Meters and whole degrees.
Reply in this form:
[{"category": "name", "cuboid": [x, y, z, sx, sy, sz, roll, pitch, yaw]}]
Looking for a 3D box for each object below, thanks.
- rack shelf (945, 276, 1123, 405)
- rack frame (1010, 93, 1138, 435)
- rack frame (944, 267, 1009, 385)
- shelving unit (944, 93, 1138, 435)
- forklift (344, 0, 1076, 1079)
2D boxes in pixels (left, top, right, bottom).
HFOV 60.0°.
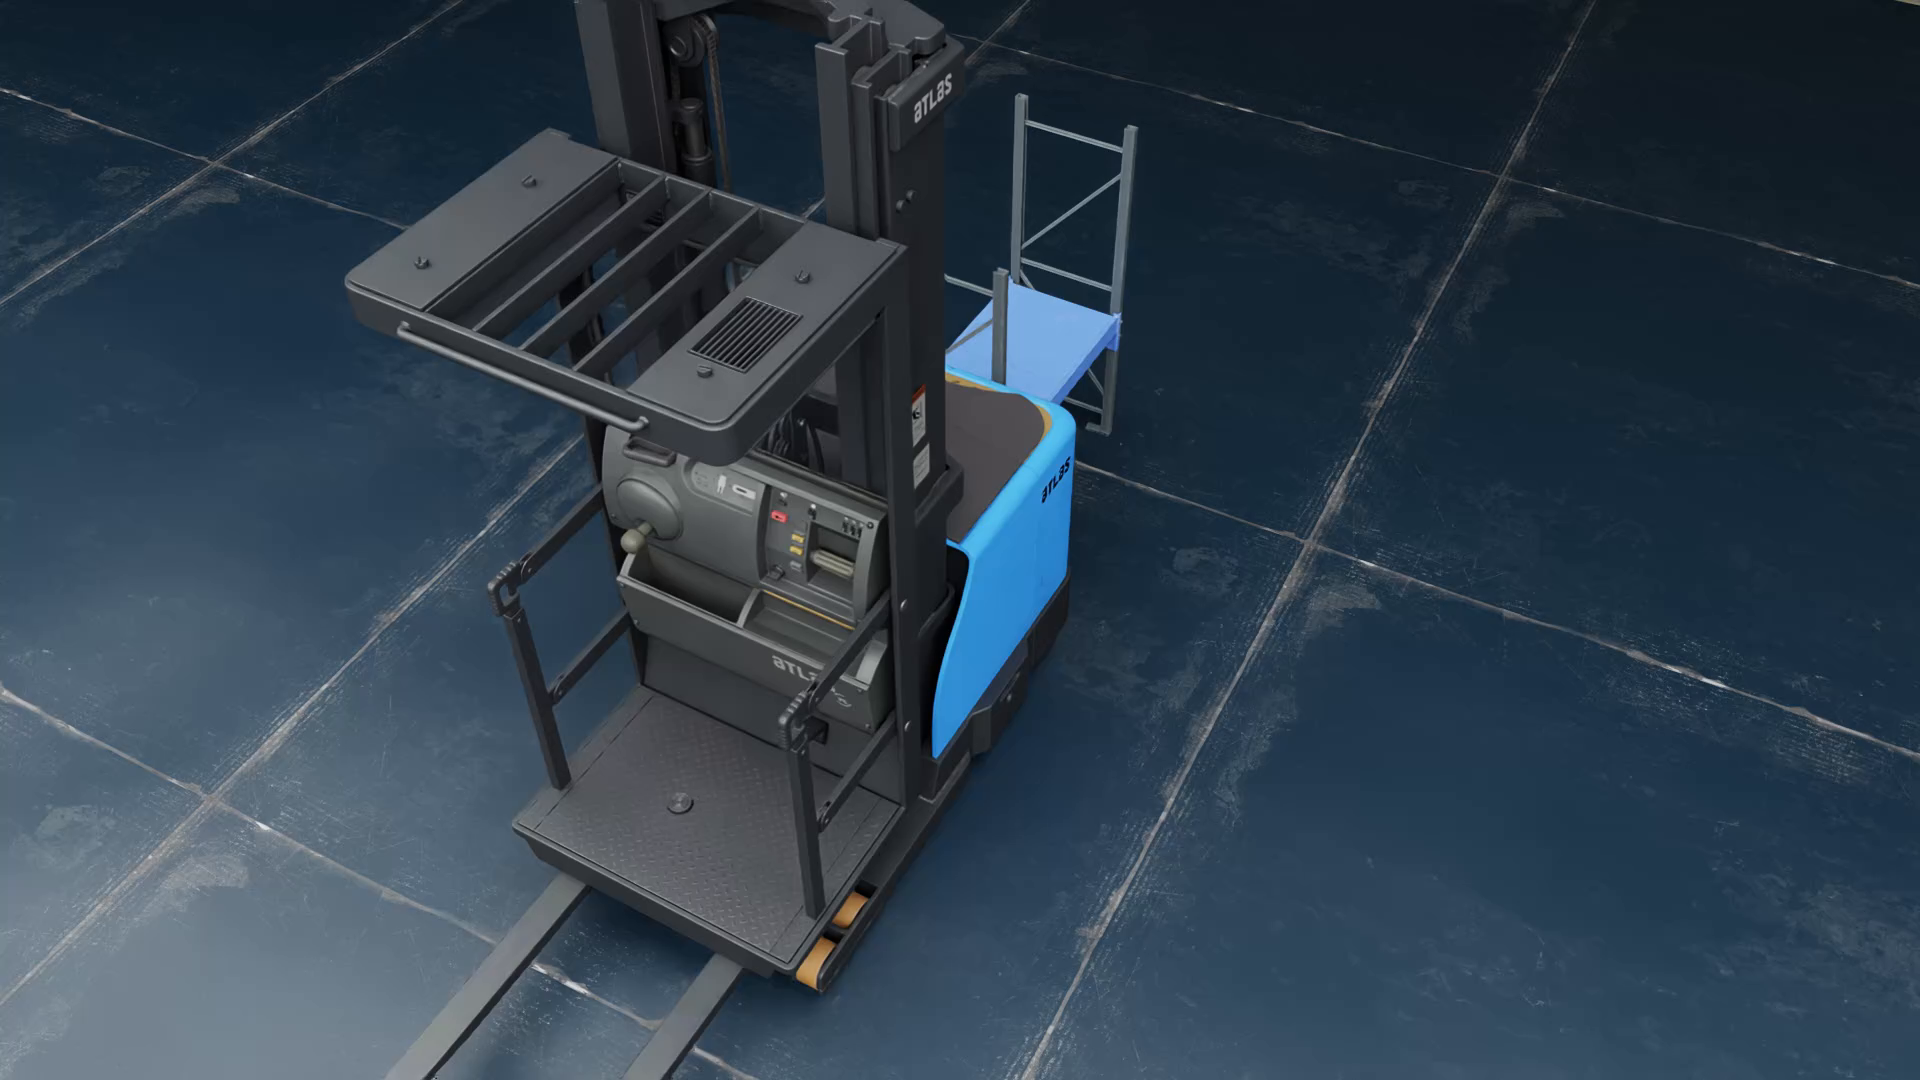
[{"category": "rack shelf", "cuboid": [0.185, -0.634, 6.575, 0.538, 0.185, 1.000, 22, 49, 20]}, {"category": "rack frame", "cuboid": [0.434, -1.076, 6.759, 0.500, 1.500, 0.032, 22, 49, 20]}, {"category": "rack frame", "cuboid": [-0.063, -0.445, 6.135, 0.500, 1.500, 0.032, 22, 49, 20]}, {"category": "shelving unit", "cuboid": [0.185, -0.761, 6.447, 0.538, 1.500, 1.048, 22, 49, 20]}, {"category": "forklift", "cuboid": [-0.746, 0.028, 4.661, 1.130, 2.935, 3.031, 22, 49, 20]}]
